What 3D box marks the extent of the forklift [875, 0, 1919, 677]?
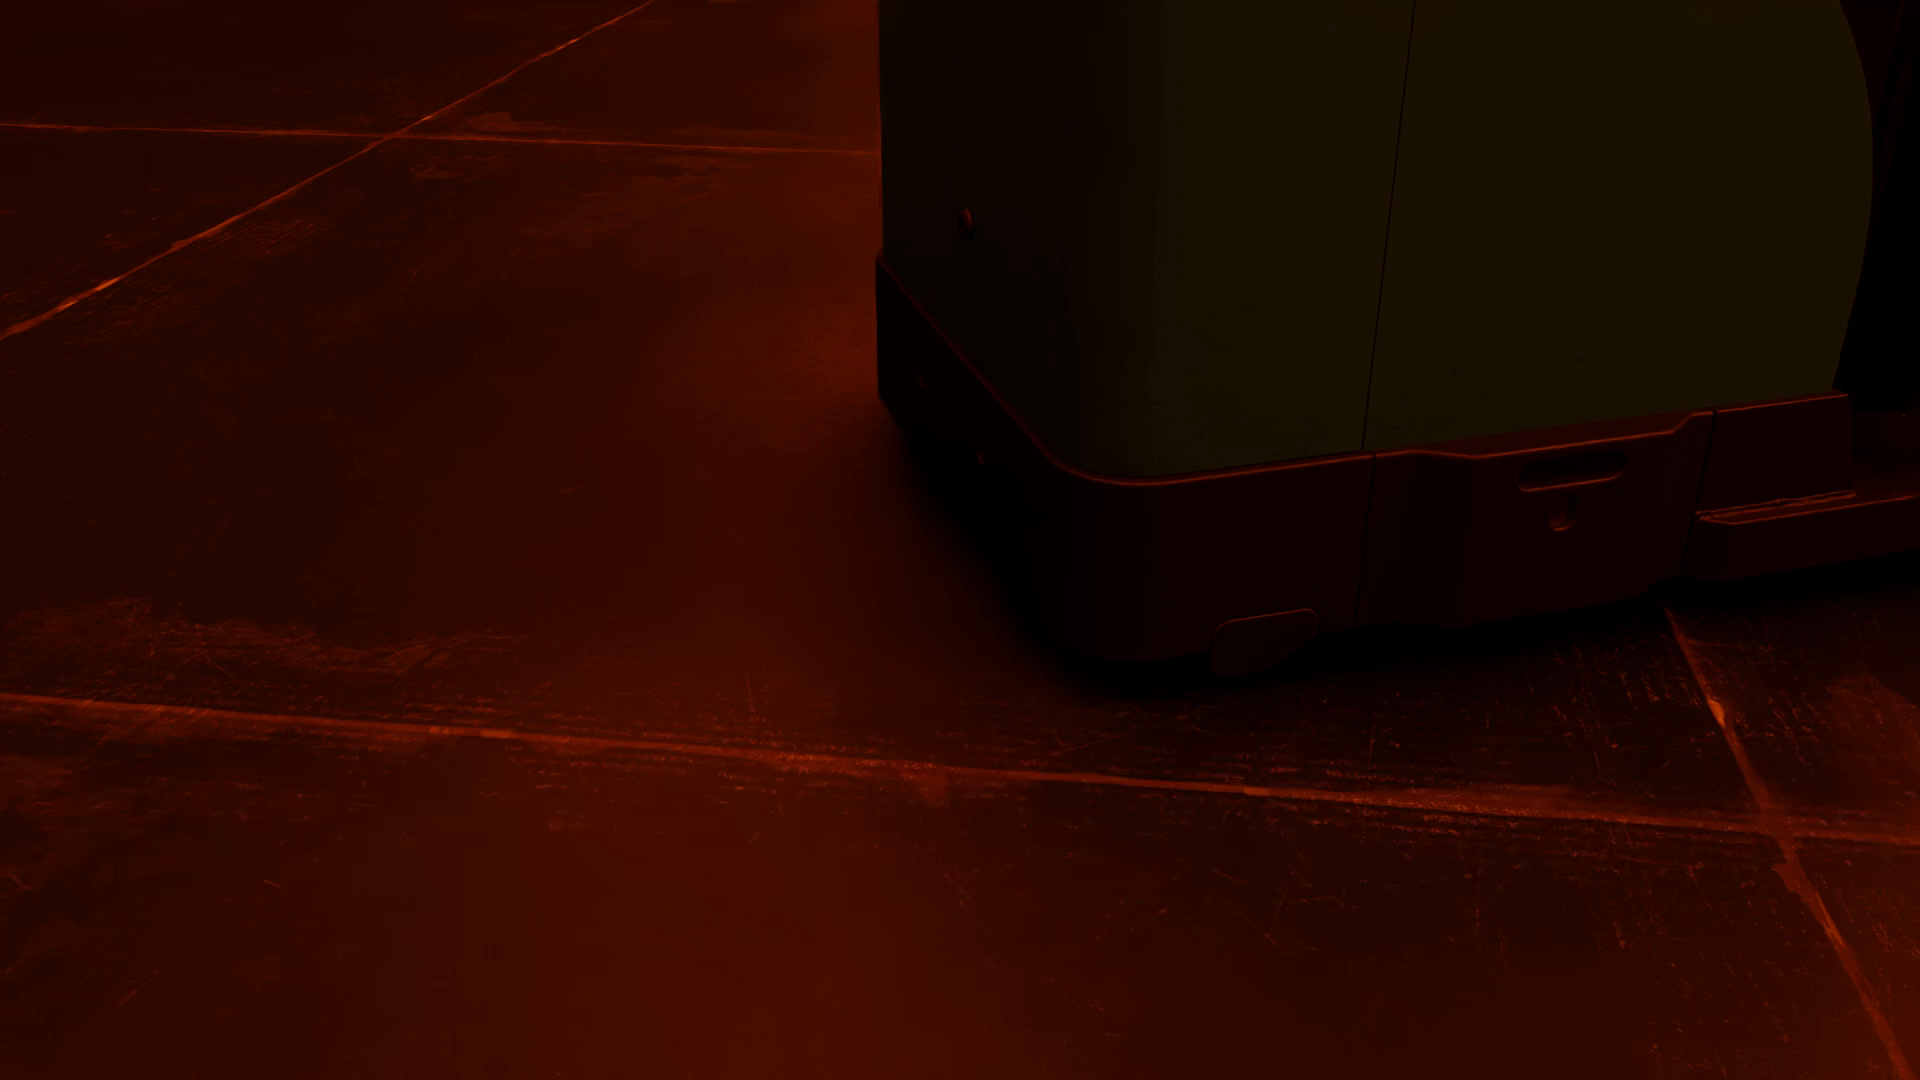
[{"bbox_3d":[1.436,-1.504,2.232,3.031,2.935,1.130,-8,28,-15],"label":"forklift"}]
